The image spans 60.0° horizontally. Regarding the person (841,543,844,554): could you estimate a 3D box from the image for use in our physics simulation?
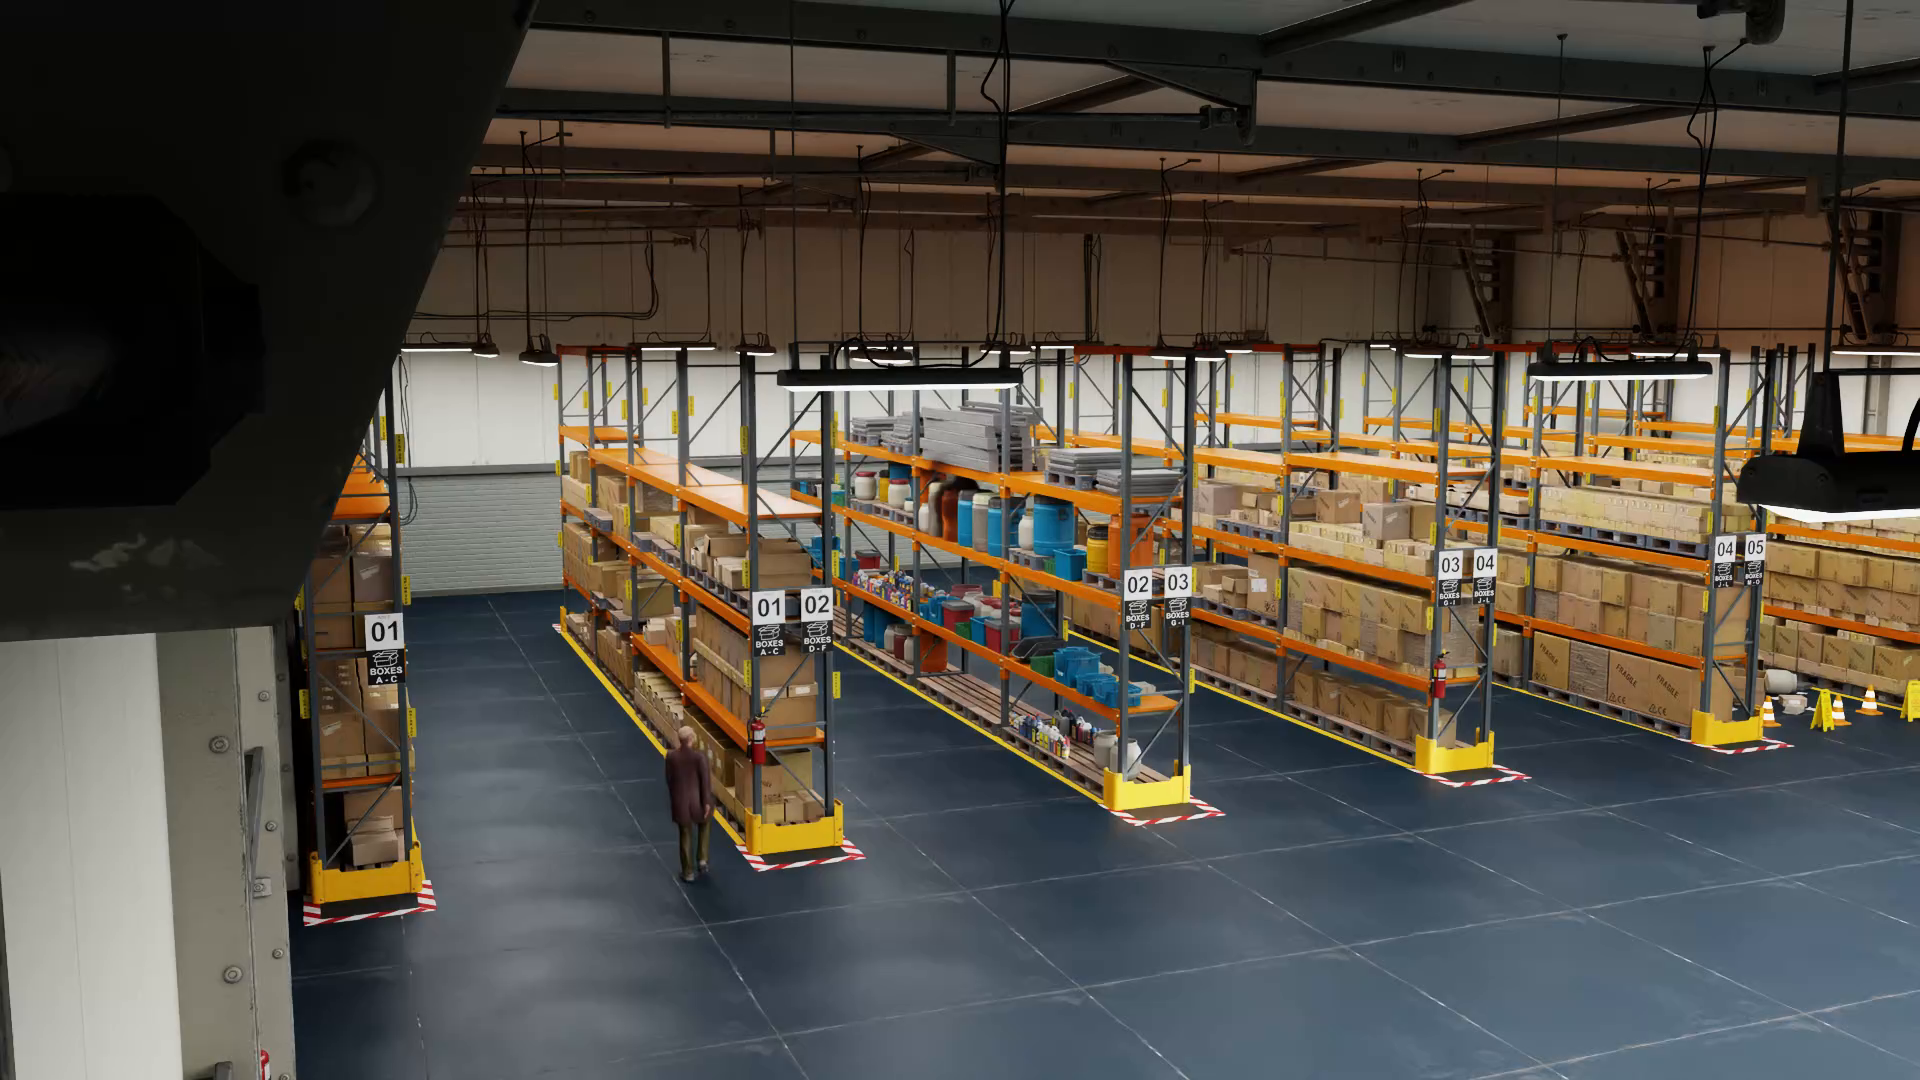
[{"bbox_3d":[-3.033,0.497,39.216,0.920,1.739,0.659,7,10,44],"label":"person"}]

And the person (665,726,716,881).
[{"bbox_3d":[-3.106,3.000,19.160,0.558,1.763,0.532,-1,7,-6],"label":"person"}]
